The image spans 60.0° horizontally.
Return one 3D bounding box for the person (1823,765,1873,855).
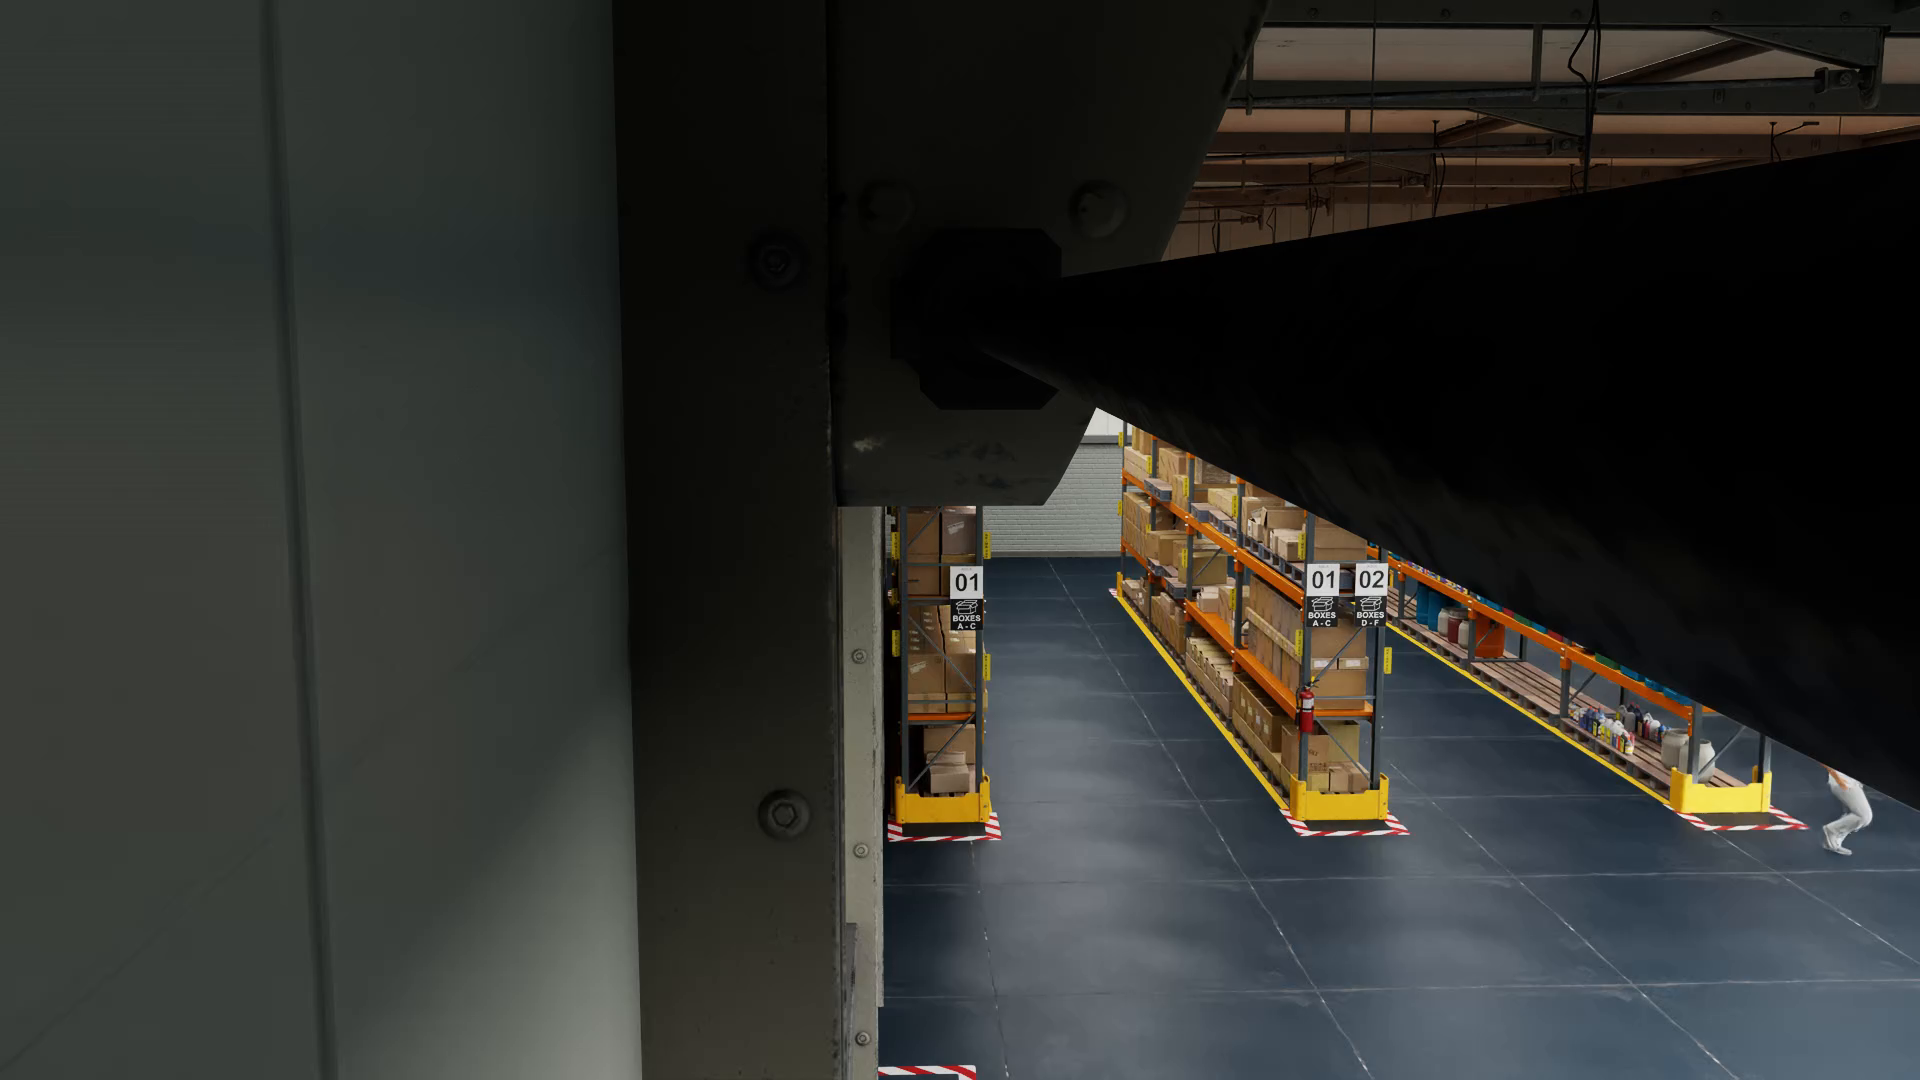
[{"bbox_3d":[10.298,2.844,19.244,0.531,1.620,0.612,5,10,34],"label":"person"}]
